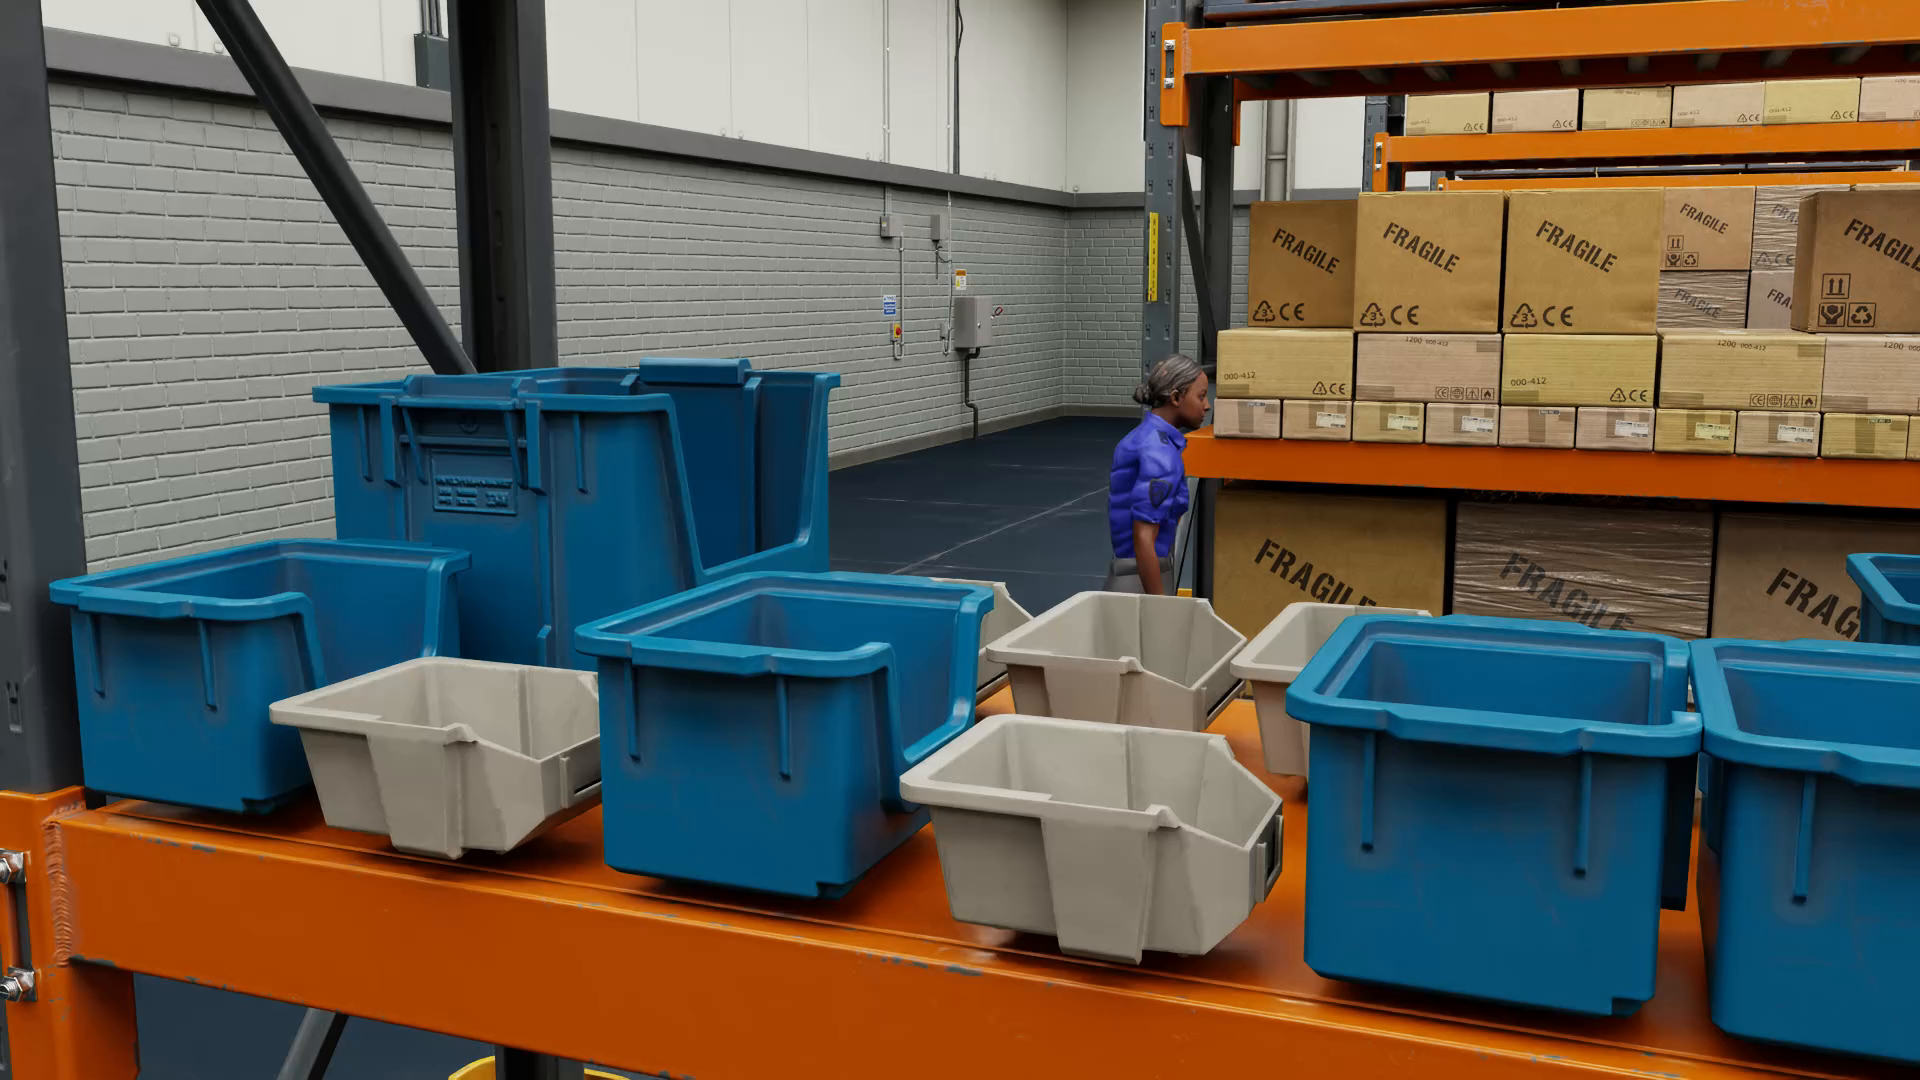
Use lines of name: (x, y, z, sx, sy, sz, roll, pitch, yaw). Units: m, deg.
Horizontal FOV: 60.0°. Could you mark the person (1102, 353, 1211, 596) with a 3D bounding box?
person: (0.636, 0.218, 5.470, 0.352, 1.653, 0.527, 1, 9, 4)
